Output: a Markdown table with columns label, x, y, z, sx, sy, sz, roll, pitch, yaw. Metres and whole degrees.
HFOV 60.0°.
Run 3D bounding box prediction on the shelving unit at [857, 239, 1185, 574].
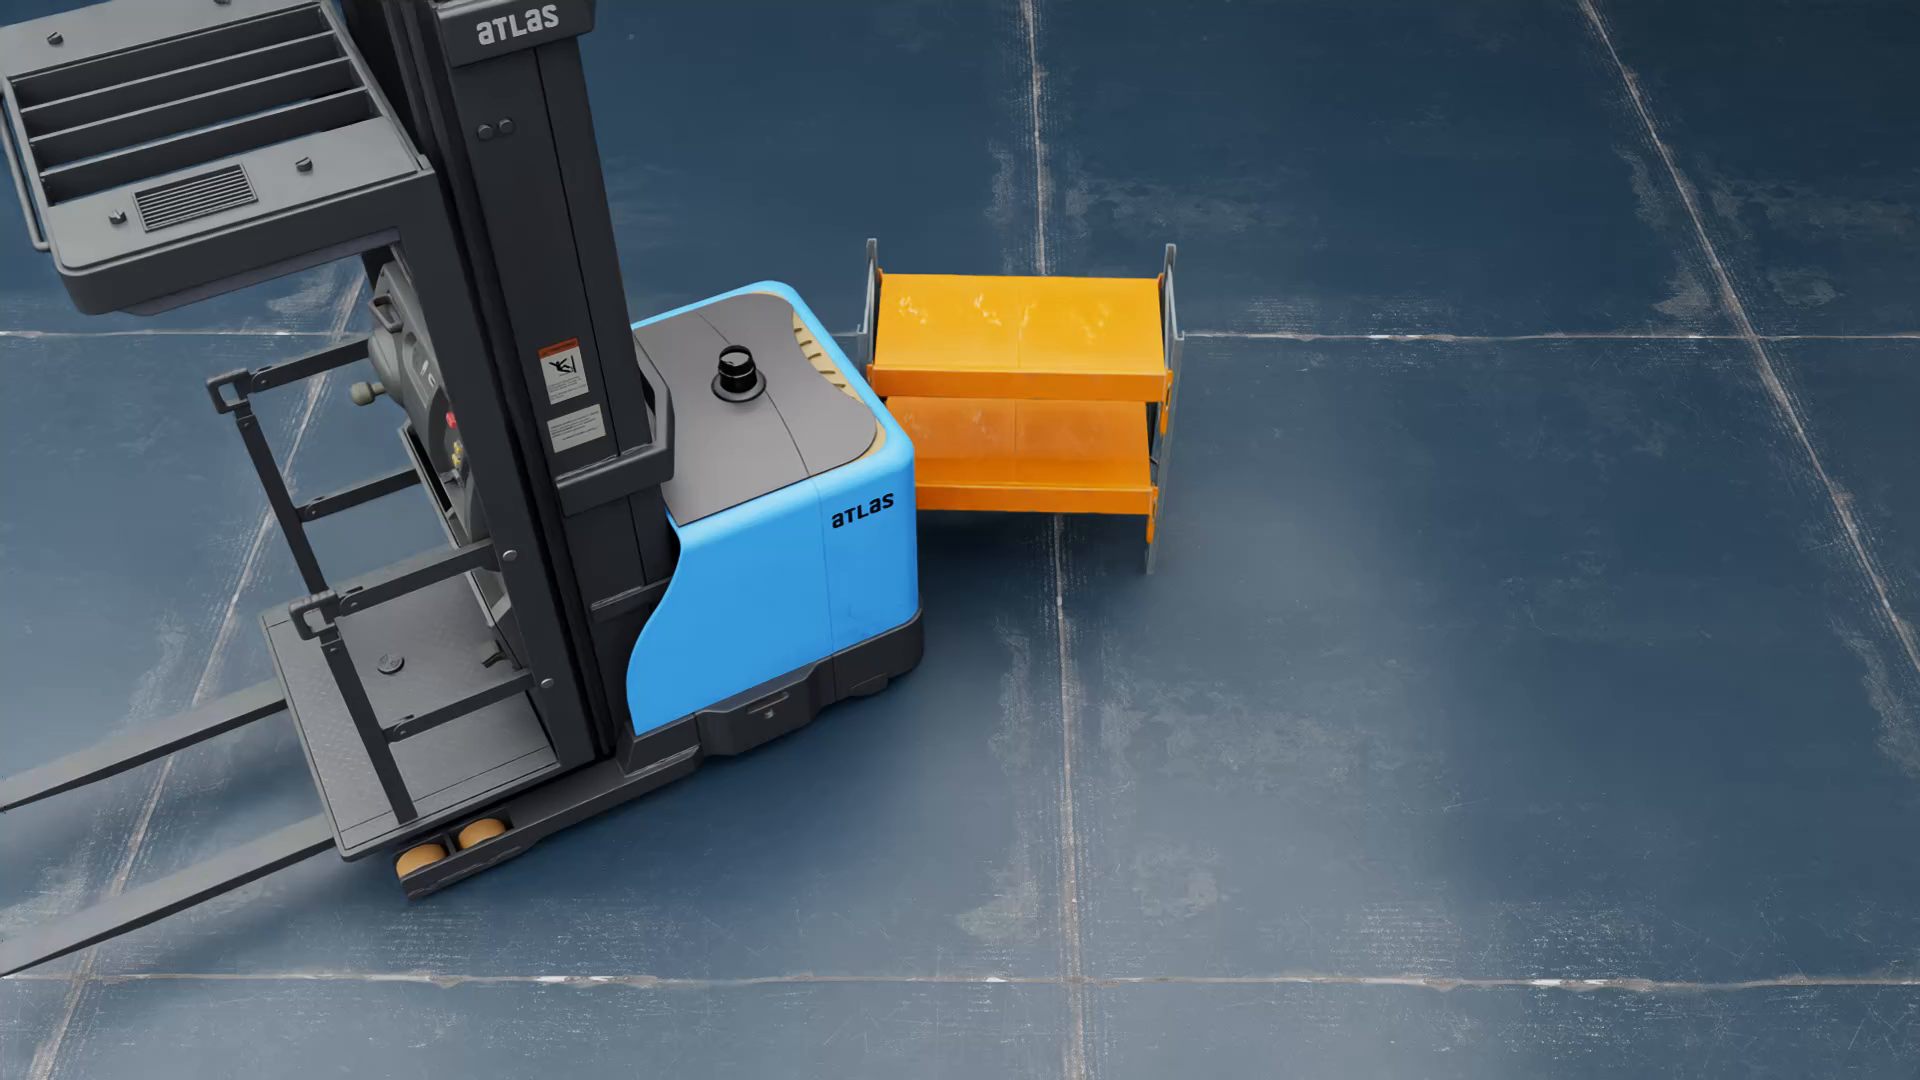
| label | x | y | z | sx | sy | sz | roll | pitch | yaw |
| --- | --- | --- | --- | --- | --- | --- | --- | --- | --- |
| shelving unit | 0.201 | -0.450 | 5.901 | 1.048 | 1.125 | 0.538 | 1 | 47 | 1 |

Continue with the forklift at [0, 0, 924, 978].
| label | x | y | z | sx | sy | sz | roll | pitch | yaw |
| --- | --- | --- | --- | --- | --- | --- | --- | --- | --- |
| forklift | -1.666 | -0.334 | 4.558 | 3.031 | 2.935 | 1.130 | -22 | 51 | -19 |

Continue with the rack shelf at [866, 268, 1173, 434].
| label | x | y | z | sx | sy | sz | roll | pitch | yaw |
| --- | --- | --- | --- | --- | --- | --- | --- | --- | --- |
| rack shelf | 0.201 | -0.650 | 5.687 | 1.000 | 0.278 | 0.538 | 1 | 47 | 1 |

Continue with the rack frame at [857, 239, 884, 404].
| label | x | y | z | sx | sy | sz | roll | pitch | yaw |
| --- | --- | --- | --- | --- | --- | --- | --- | --- | --- |
| rack frame | -0.307 | -0.461 | 5.911 | 0.032 | 1.125 | 0.500 | 1 | 47 | 1 |

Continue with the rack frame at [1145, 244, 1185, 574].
| label | x | y | z | sx | sy | sz | roll | pitch | yaw |
| --- | --- | --- | --- | --- | --- | --- | --- | --- | --- |
| rack frame | 0.709 | -0.440 | 5.891 | 0.032 | 1.125 | 0.500 | 1 | 47 | 1 |

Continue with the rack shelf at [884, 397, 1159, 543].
| label | x | y | z | sx | sy | sz | roll | pitch | yaw |
| --- | --- | --- | --- | --- | --- | --- | --- | --- | --- |
| rack shelf | 0.201 | -0.284 | 6.080 | 1.000 | 0.278 | 0.538 | 1 | 47 | 1 |
